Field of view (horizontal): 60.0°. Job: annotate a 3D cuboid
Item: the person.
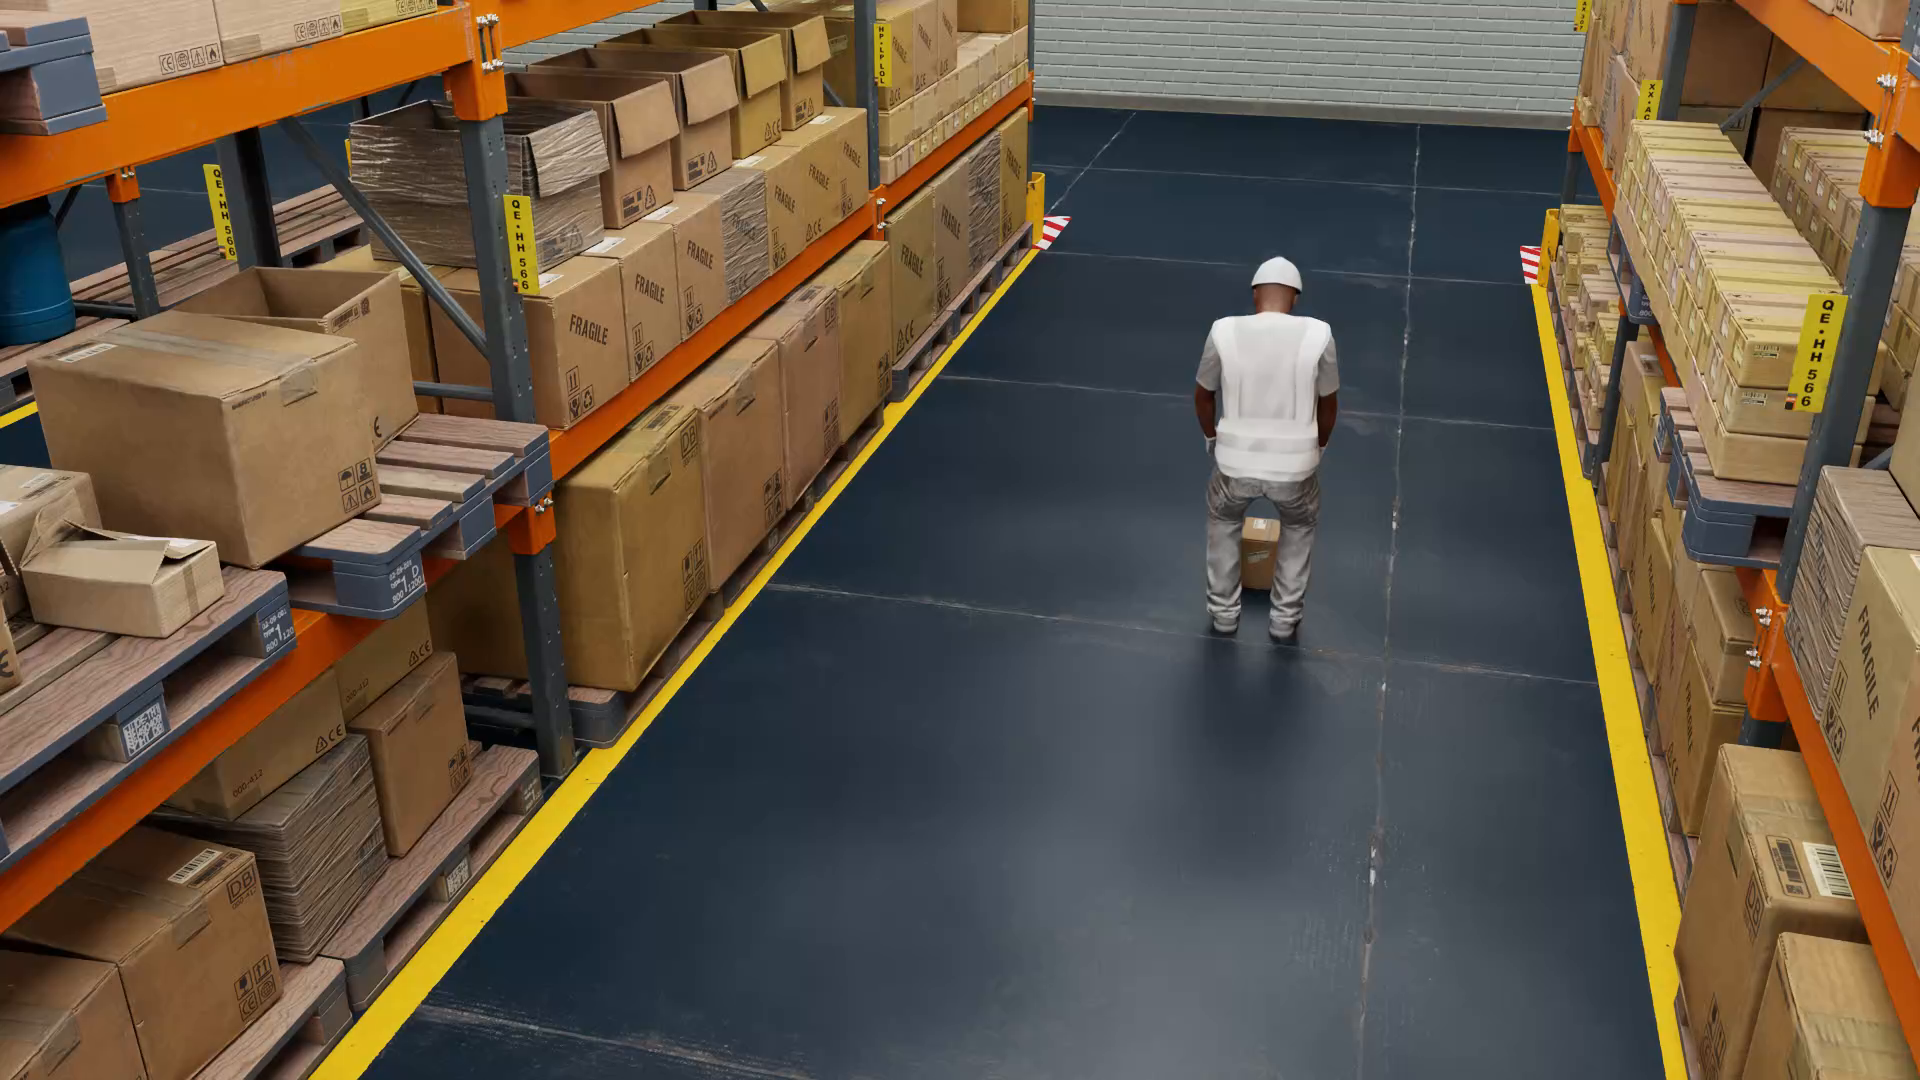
[{"bbox_3d":[1.282,-0.373,7.098,0.601,1.602,0.629,7,26,14],"label":"person"}]
